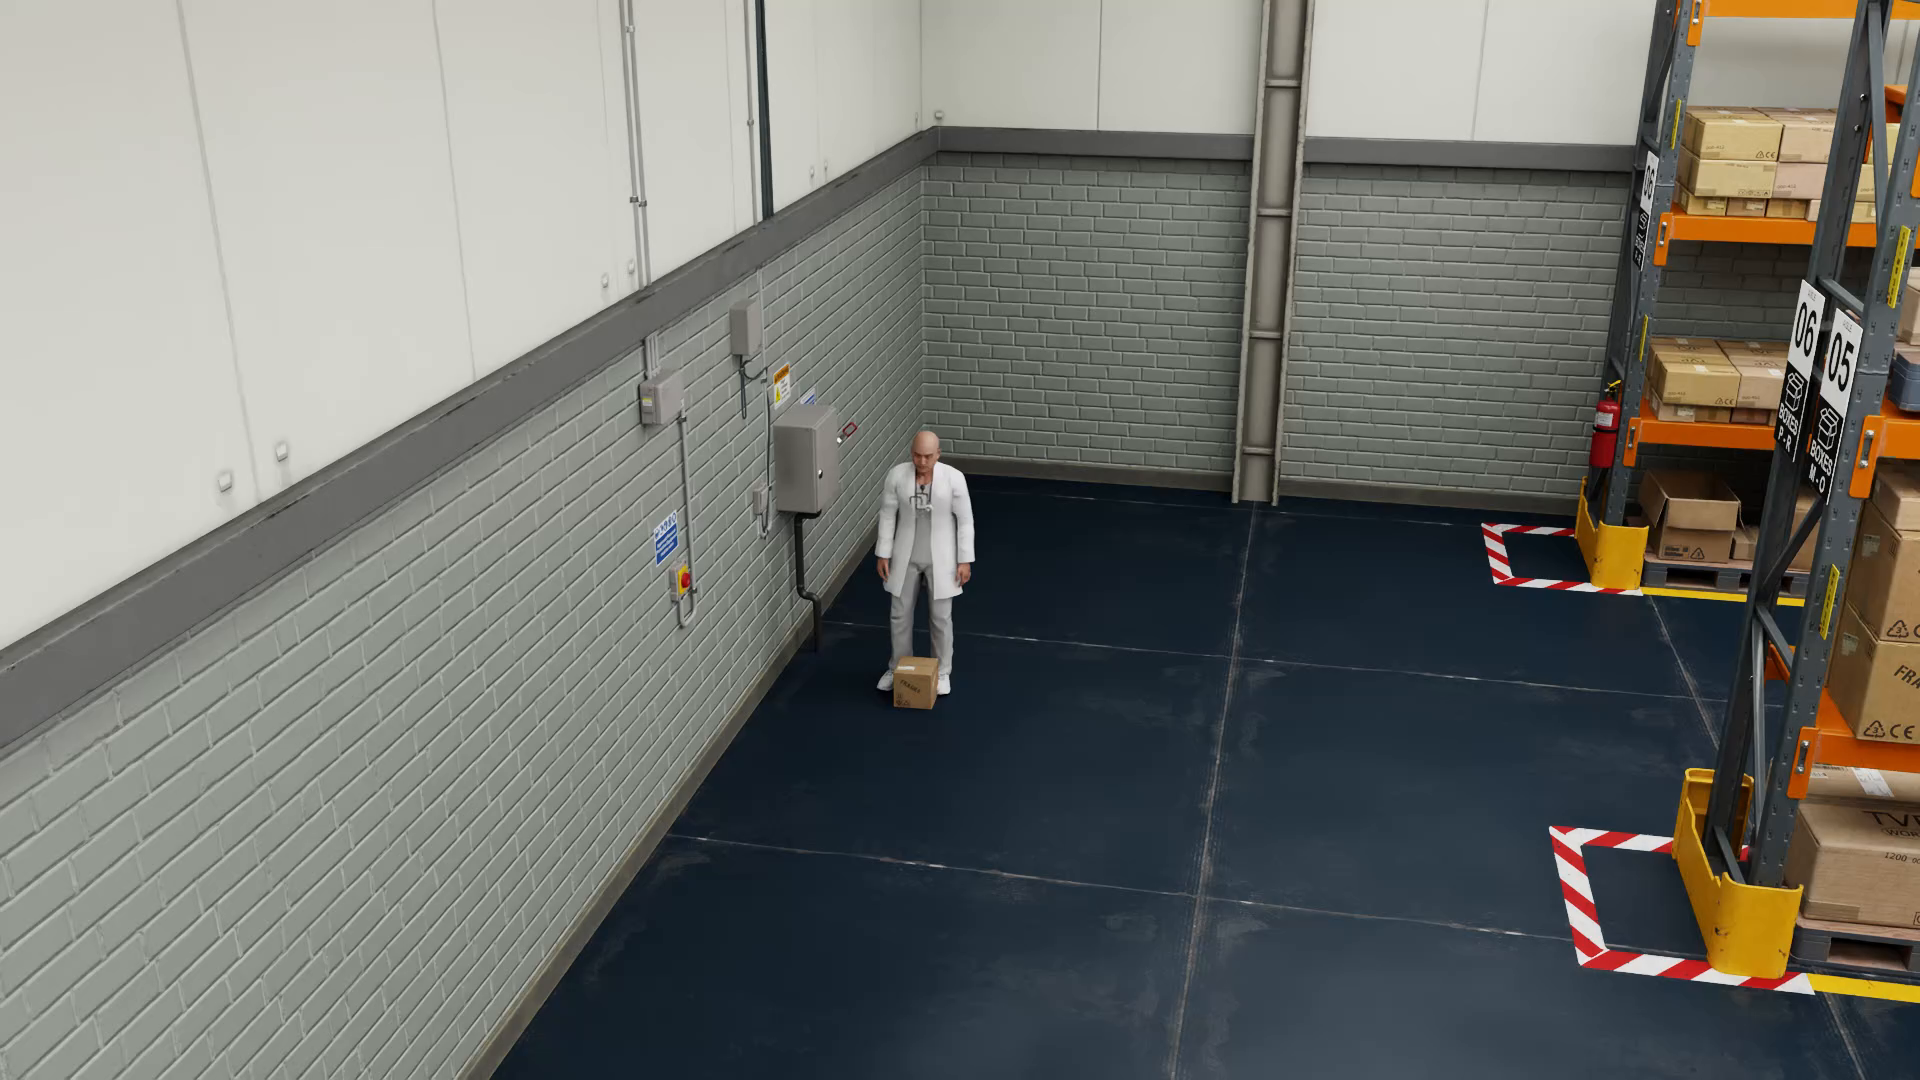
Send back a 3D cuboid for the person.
[{"bbox_3d":[-0.227,0.129,10.772,0.656,1.774,0.417,4,22,9],"label":"person"}]
